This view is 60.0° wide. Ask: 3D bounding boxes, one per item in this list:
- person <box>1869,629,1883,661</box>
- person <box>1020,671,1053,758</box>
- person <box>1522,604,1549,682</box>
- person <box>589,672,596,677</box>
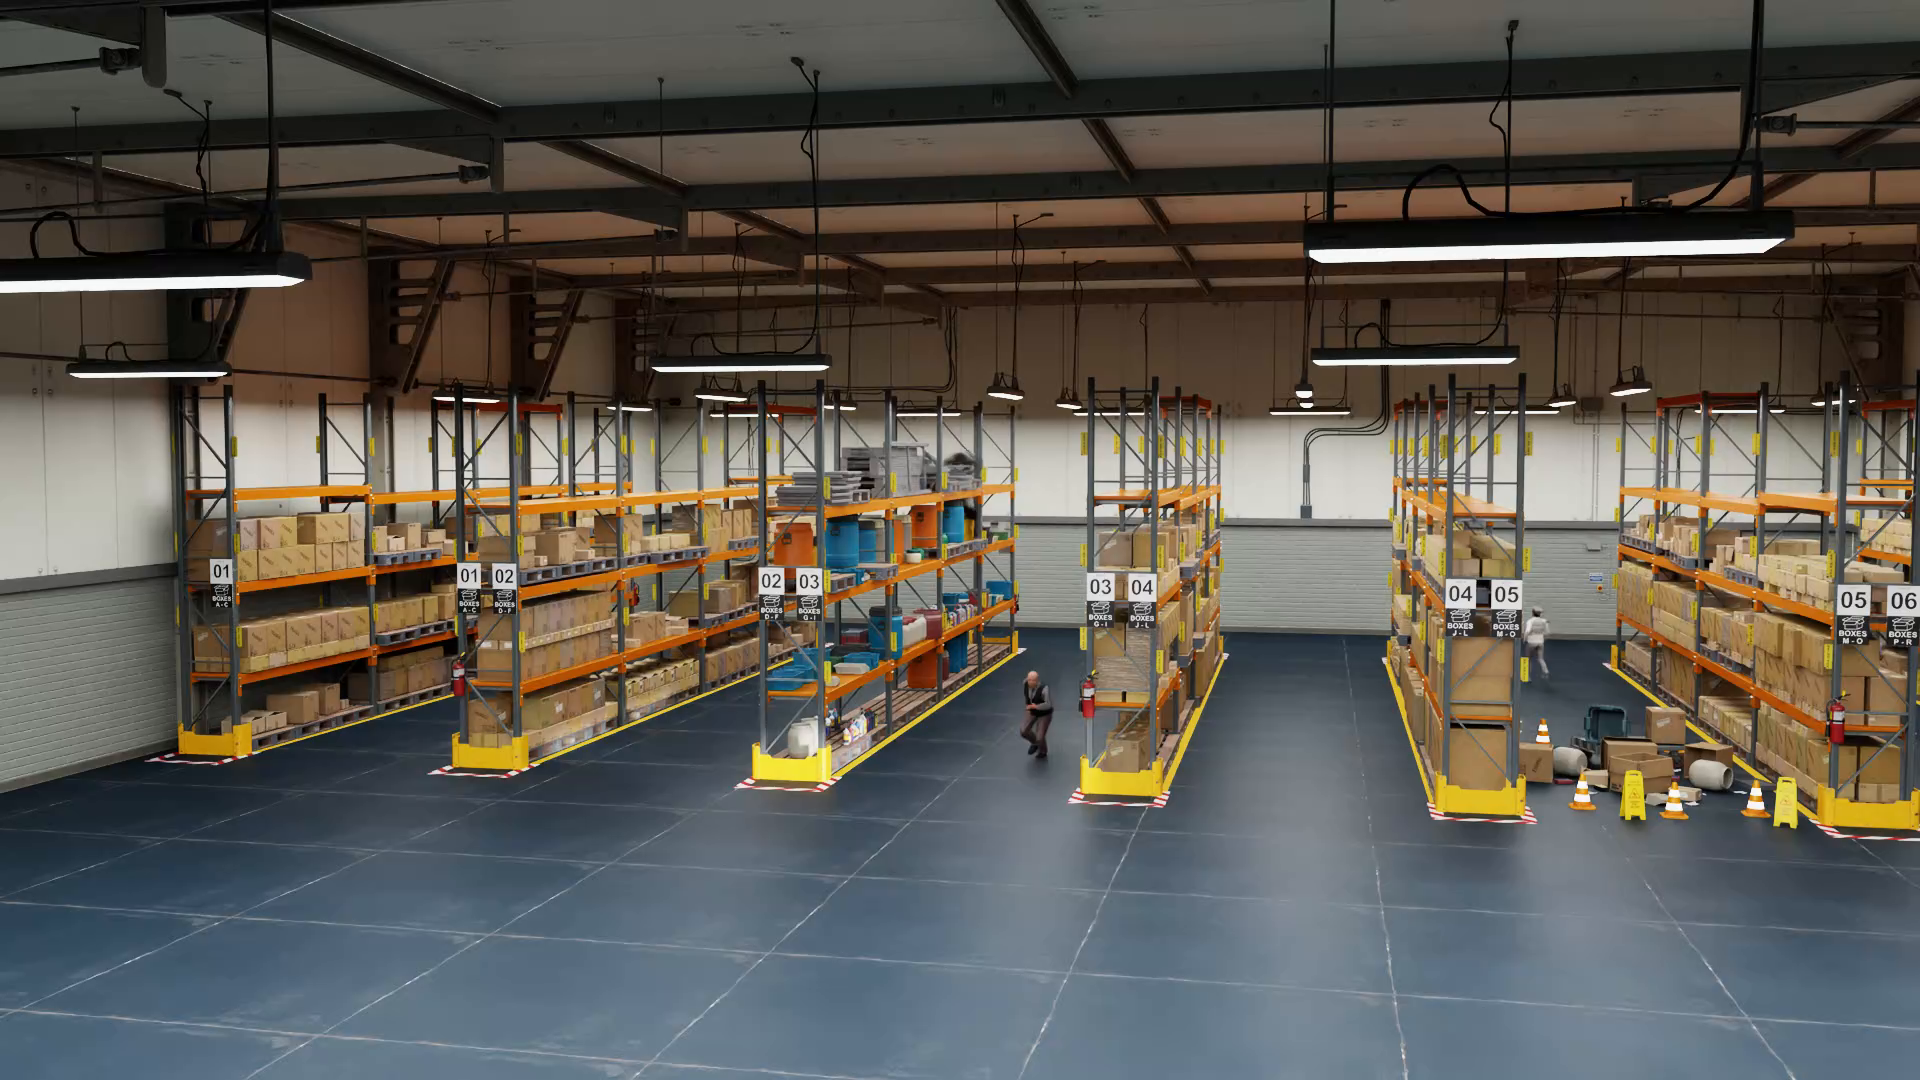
[{"bbox_3d":[16.841,2.468,30.874,0.602,1.639,0.847,0,3,-3],"label":"person"},{"bbox_3d":[1.214,2.777,26.365,0.676,1.474,0.998,2,4,29],"label":"person"},{"bbox_3d":[12.141,2.194,35.062,0.608,1.665,0.870,0,3,-4],"label":"person"},{"bbox_3d":[-7.446,2.389,33.149,0.599,1.603,0.754,-2,4,-28],"label":"person"}]
